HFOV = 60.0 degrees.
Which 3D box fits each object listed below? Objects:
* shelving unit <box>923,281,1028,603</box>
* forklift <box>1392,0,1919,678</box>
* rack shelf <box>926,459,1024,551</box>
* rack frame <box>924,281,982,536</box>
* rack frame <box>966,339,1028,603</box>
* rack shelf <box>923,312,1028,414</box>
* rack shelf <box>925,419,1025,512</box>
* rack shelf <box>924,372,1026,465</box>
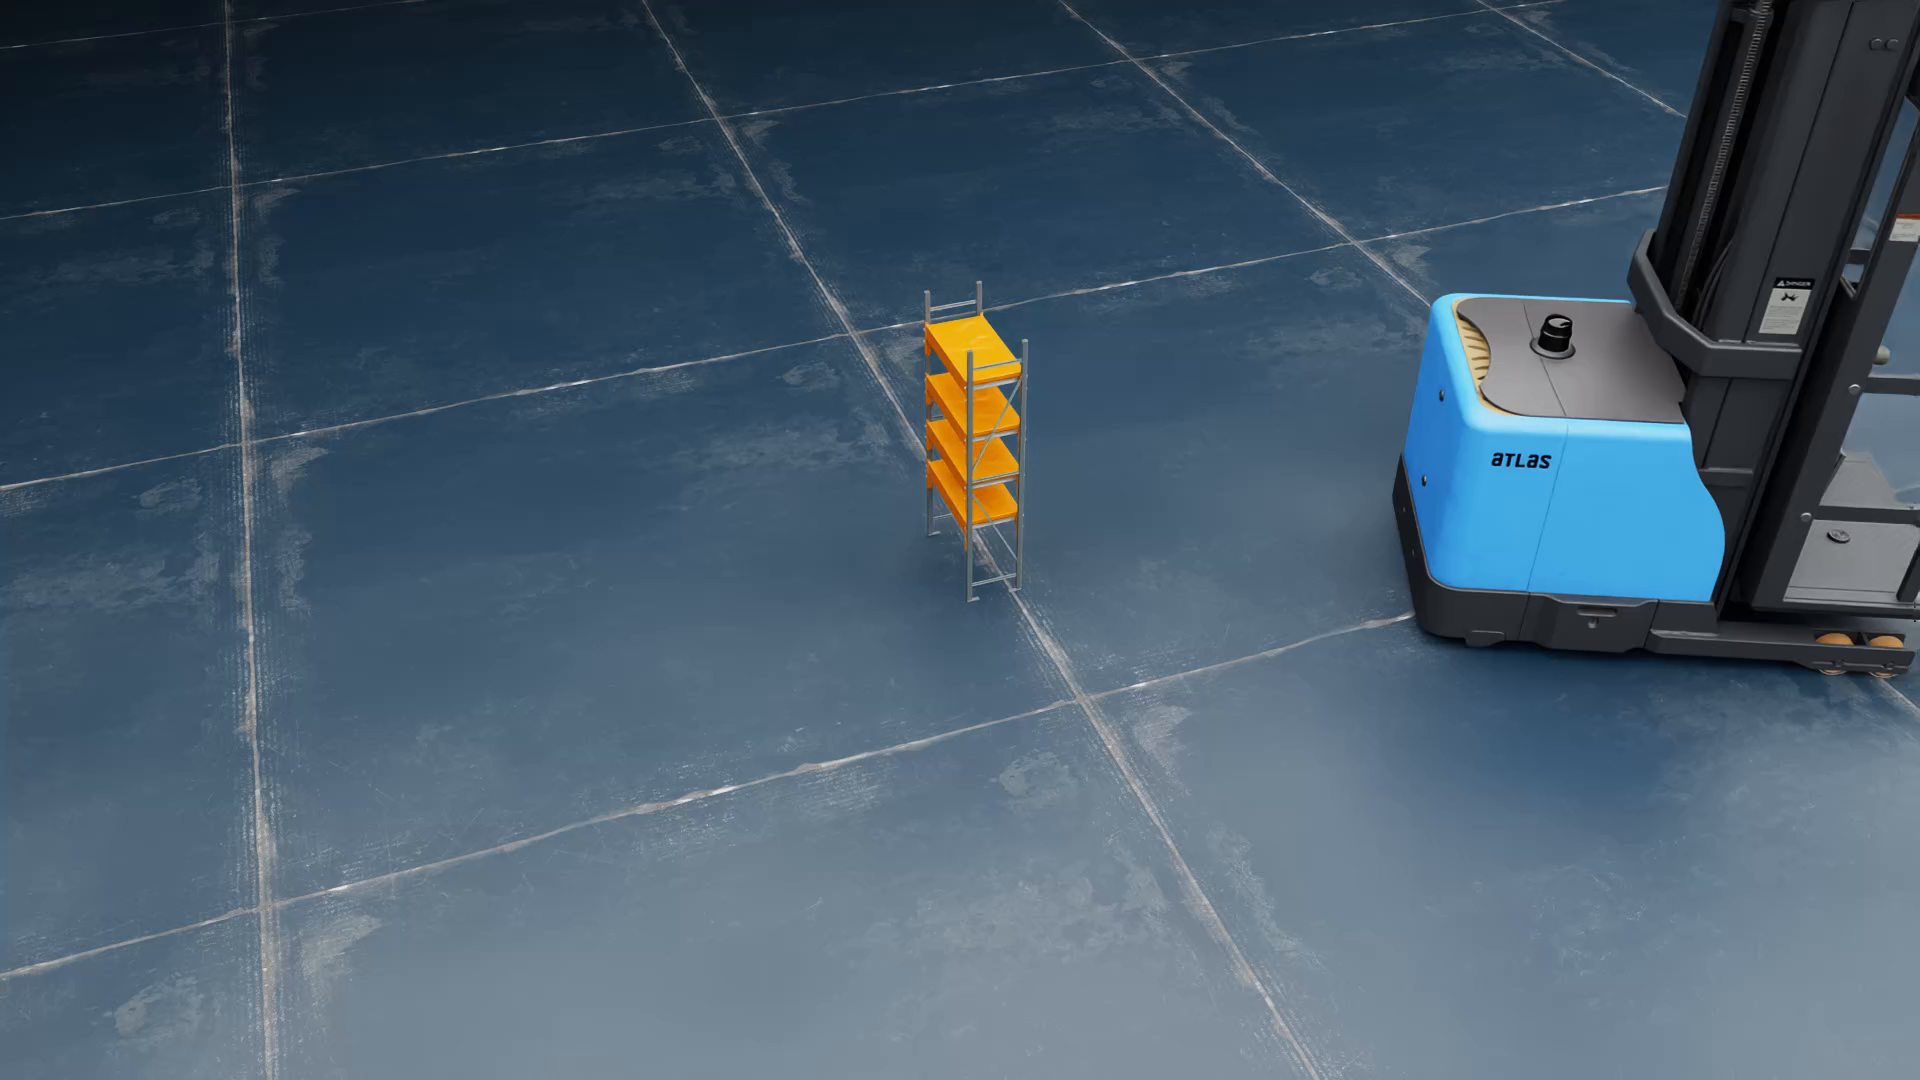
[{"bbox_3d":[0.057,-0.386,6.765,0.258,1.200,0.503,-12,39,-16],"label":"shelving unit"},{"bbox_3d":[3.388,-0.966,6.096,3.031,2.935,1.130,3,37,4],"label":"forklift"},{"bbox_3d":[0.057,-0.173,6.925,0.258,0.148,0.480,-12,39,-16],"label":"rack shelf"},{"bbox_3d":[-0.027,-0.524,6.948,0.240,1.200,0.015,-12,39,-16],"label":"rack frame"},{"bbox_3d":[0.141,-0.248,6.582,0.240,1.200,0.015,-12,39,-16],"label":"rack frame"},{"bbox_3d":[0.057,-0.700,6.528,0.258,0.148,0.480,-12,39,-16],"label":"rack shelf"},{"bbox_3d":[0.057,-0.332,6.805,0.258,0.148,0.480,-12,39,-16],"label":"rack shelf"},{"bbox_3d":[0.057,-0.511,6.671,0.258,0.148,0.480,-12,39,-16],"label":"rack shelf"}]
